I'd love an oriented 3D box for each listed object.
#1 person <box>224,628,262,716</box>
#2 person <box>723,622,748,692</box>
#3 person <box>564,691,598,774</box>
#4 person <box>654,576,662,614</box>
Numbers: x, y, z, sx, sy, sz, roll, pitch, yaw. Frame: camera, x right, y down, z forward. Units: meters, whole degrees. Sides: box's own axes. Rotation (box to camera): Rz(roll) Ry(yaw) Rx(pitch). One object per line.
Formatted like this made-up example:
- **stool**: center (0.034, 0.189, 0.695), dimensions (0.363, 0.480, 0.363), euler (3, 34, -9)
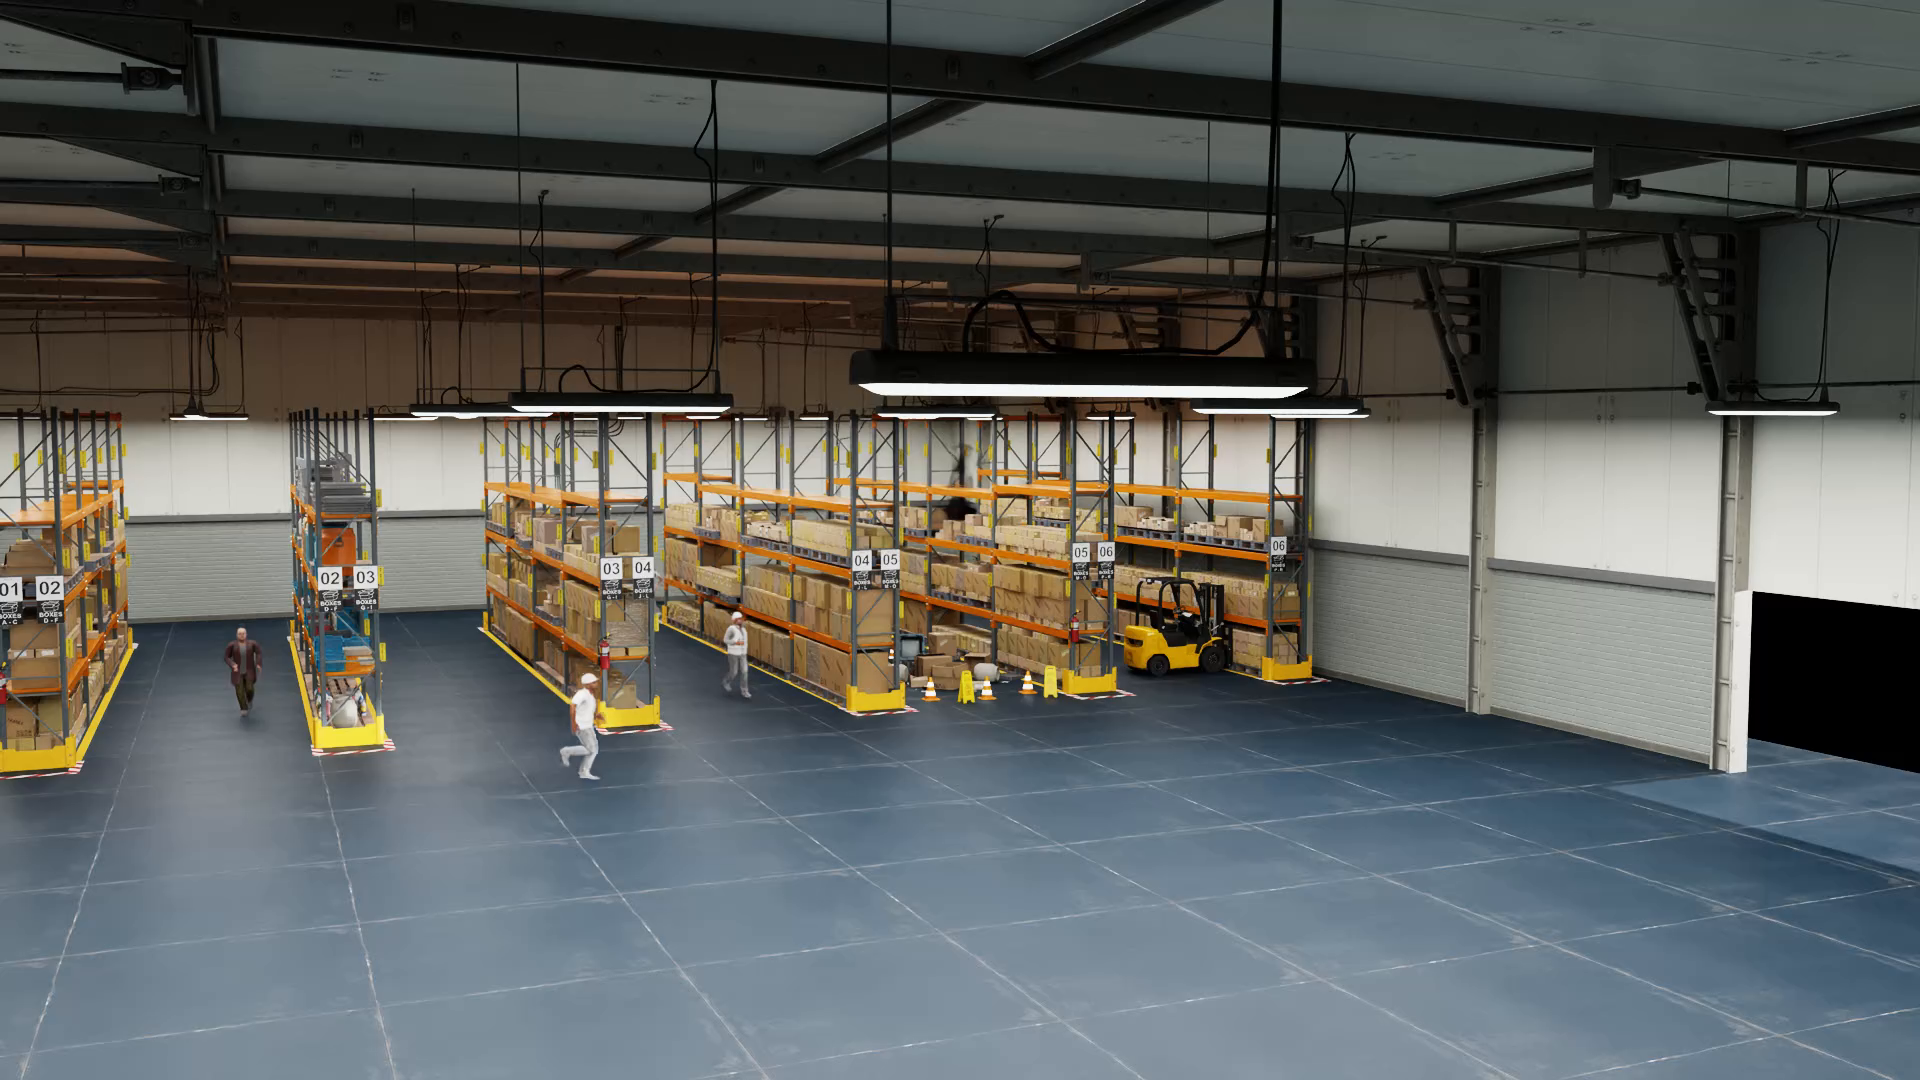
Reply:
- **person**: center (-14.004, 2.586, 32.510), dimensions (0.694, 1.733, 0.585), euler (-2, 4, -24)
- **person**: center (-4.733, 2.459, 34.937), dimensions (0.733, 1.473, 0.448), euler (4, 6, 44)
- **person**: center (-6.110, 3.093, 26.804), dimensions (0.530, 1.392, 0.699), euler (0, 4, 1)
- **person**: center (-9.058, 1.484, 48.563), dimensions (0.583, 1.707, 0.821), euler (4, 5, 41)
